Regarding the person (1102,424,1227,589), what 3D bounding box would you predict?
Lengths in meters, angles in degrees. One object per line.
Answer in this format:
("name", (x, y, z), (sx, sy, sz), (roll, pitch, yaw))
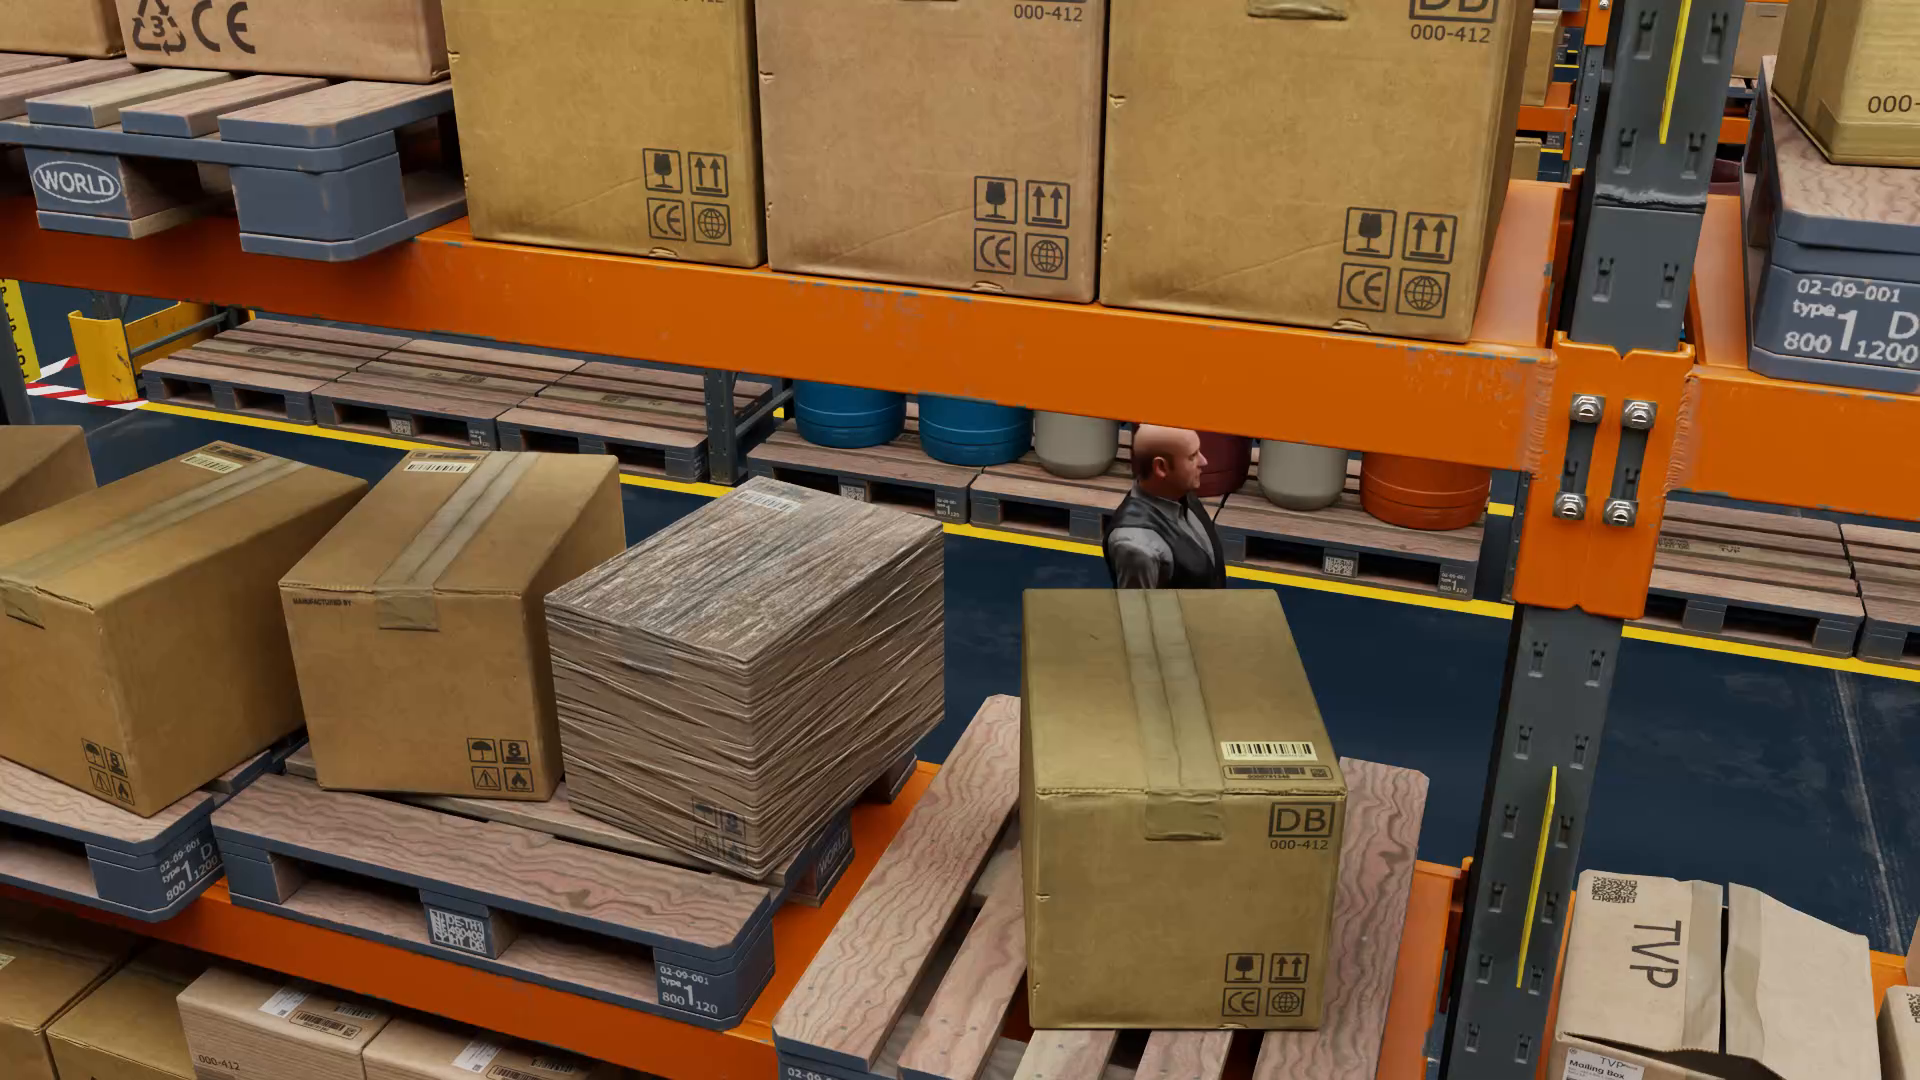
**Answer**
("person", (0.643, 0.427, 5.284), (0.359, 1.742, 0.531), (9, 27, 19))
